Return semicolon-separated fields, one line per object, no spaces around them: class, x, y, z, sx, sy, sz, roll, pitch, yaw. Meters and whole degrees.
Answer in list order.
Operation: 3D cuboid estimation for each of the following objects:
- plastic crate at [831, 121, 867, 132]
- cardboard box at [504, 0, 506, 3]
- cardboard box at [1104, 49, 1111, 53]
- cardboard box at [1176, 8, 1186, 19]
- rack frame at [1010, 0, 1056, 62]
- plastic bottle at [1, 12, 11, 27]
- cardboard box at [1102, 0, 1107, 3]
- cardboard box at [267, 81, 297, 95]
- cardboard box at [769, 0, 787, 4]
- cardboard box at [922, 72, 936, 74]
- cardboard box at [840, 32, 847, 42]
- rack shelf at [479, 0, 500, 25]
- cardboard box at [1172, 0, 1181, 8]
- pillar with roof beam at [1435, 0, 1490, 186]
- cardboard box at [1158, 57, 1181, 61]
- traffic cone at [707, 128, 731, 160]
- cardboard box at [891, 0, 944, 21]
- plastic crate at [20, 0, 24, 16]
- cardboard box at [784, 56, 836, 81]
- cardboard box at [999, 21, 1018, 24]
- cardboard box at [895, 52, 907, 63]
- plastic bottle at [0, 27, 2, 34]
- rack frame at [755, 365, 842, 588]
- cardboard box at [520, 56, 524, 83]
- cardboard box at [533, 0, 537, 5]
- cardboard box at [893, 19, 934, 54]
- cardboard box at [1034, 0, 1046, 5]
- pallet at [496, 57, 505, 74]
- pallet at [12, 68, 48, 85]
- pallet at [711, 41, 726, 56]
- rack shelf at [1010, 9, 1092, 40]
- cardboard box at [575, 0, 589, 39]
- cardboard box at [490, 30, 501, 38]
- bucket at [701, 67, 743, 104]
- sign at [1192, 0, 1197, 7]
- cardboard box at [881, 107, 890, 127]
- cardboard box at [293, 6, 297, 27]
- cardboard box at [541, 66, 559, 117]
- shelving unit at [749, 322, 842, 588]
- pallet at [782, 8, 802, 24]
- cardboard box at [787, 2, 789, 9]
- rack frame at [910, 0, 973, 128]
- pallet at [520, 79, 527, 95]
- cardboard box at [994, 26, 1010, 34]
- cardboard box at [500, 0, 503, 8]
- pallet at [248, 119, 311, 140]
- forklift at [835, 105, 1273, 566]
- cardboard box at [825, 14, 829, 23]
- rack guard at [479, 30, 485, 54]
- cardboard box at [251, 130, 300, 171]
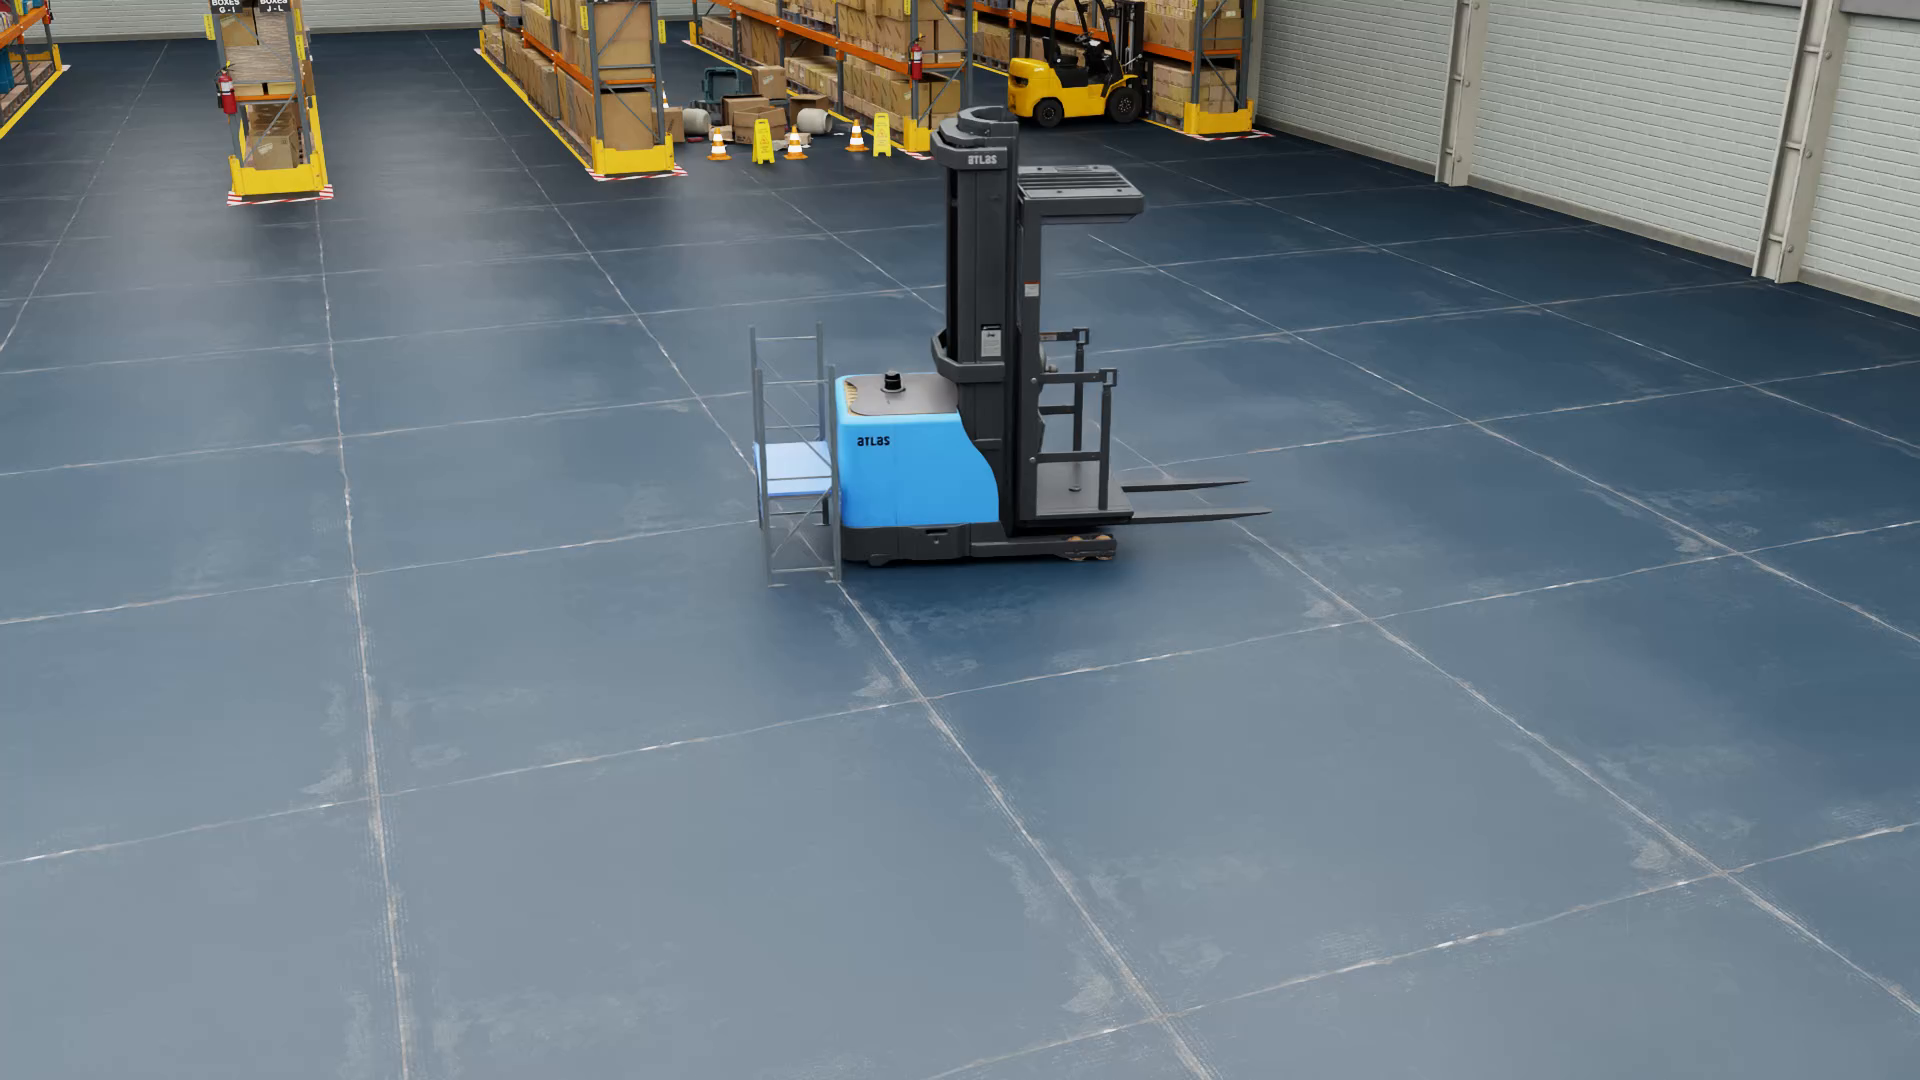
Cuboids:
plastic crate;-1.909;-7.063;28.405;0.402;0.080;0.583;-18;29;-37
cardboard box;-8.585;-10.444;32.067;0.380;0.149;0.250;-8;24;-19
cardboard box;2.823;-8.942;30.817;0.500;0.250;0.500;-9;24;-20
cardboard box;3.856;-8.842;27.902;0.380;0.149;0.250;-8;24;-18
rack frame;1.532;-11.227;34.526;1.000;3.000;0.127;-8;24;-19
plastic bottle;-17.986;-9.803;31.306;0.152;0.276;0.135;-8;24;-19
cardboard box;2.812;-9.967;30.572;0.380;0.149;0.250;-9;24;-20
cardboard box;-9.433;-6.299;23.156;0.380;0.149;0.250;-8;24;-19
cardboard box;-3.519;-10.847;33.174;0.500;0.250;0.500;-8;24;-19
cardboard box;-0.677;-7.622;28.007;0.500;0.500;0.500;-8;24;-18
cardboard box;-1.886;-8.817;29.131;0.380;0.149;0.250;-8;24;-19
rack shelf;-9.825;-11.678;36.520;1.077;0.370;4.000;-8;24;-19
cardboard box;3.801;-9.081;28.085;0.380;0.149;0.250;-8;24;-18
pillar with roof beam;3.048;-8.691;20.784;9.100;9.000;0.400;-8;24;-19
cardboard box;3.845;-8.460;29.671;0.500;0.250;0.500;-9;24;-20
traffic cone;-3.738;-6.141;25.724;0.336;0.463;0.334;-8;24;-19
cardboard box;-0.669;-8.438;26.108;0.700;0.500;0.500;-9;24;-20
plastic crate;-18.795;-10.512;32.904;0.437;0.282;0.530;-8;24;-19
cardboard box;-2.920;-9.321;32.845;0.950;0.372;0.625;-10;25;-23
cardboard box;1.077;-11.367;36.699;0.380;0.149;0.250;-9;25;-21
cardboard box;-0.809;-7.706;26.494;0.380;0.149;0.250;-9;24;-20
plastic bottle;-17.549;-9.354;30.241;0.152;0.276;0.135;-8;24;-19
rack frame;-1.038;-0.397;10.760;0.500;1.500;0.032;-4;23;-8
cardboard box;-8.182;-9.074;32.094;0.500;0.500;0.500;-8;24;-19
cardboard box;-7.376;-9.988;30.169;0.700;0.500;0.500;-9;24;-20
cardboard box;-0.733;-7.981;26.311;0.500;0.500;0.500;-9;24;-20
cardboard box;1.804;-10.819;33.107;0.500;0.250;0.500;-9;24;-20
pallet;-9.389;-10.237;35.766;1.003;0.211;1.213;-8;24;-19
pallet;-19.159;-9.380;33.733;1.003;0.211;1.213;-8;24;-19
pallet;-5.153;-11.444;38.631;1.003;0.211;1.213;-8;24;-19
rack shelf;2.239;-10.169;32.941;1.077;0.370;4.000;-8;24;-19
cardboard box;-5.255;-7.816;24.849;0.875;0.550;0.550;-8;24;-19
cardboard box;-10.181;-11.177;36.771;0.380;0.149;0.250;-8;24;-18
bucket;-4.087;-7.835;28.734;0.726;0.611;0.620;0;13;-1
sign;3.846;-8.894;27.194;0.100;0.325;0.005;-8;24;-19
cardboard box;-0.997;-7.011;27.521;0.500;0.250;0.500;-8;24;-19
cardboard box;-10.198;-7.887;24.801;0.500;0.500;0.500;-8;24;-19
cardboard box;-6.596;-7.746;28.621;1.050;0.750;0.750;-8;24;-19
shelving unit;-1.117;-0.592;11.223;0.538;1.500;1.048;-4;23;-8
pallet;-2.759;-10.212;32.364;1.213;0.211;1.003;-8;24;-19
cardboard box;-3.169;-10.479;32.533;0.380;0.149;0.250;-10;25;-22
rack frame;-0.284;-7.638;26.010;1.000;3.000;0.127;-8;24;-19
pallet;-7.980;-8.828;32.424;1.003;0.211;1.213;-8;24;-19
cardboard box;0.944;-10.909;35.614;0.380;0.149;0.250;-9;25;-21
cardboard box;-8.857;-10.588;32.792;0.380;0.149;0.250;-10;25;-21
pallet;-11.244;-6.730;27.445;1.003;0.211;1.213;-8;24;-19
forklift;0.651;-1.406;11.312;3.031;2.935;1.130;-3;23;-6
cardboard box;-2.214;-9.417;30.012;0.380;0.149;0.250;-9;25;-21
rack guard;-10.505;-11.556;38.525;1.175;0.500;0.348;-8;24;-19
cardboard box;-9.760;-5.549;23.732;0.500;0.500;0.500;-4;23;-9
